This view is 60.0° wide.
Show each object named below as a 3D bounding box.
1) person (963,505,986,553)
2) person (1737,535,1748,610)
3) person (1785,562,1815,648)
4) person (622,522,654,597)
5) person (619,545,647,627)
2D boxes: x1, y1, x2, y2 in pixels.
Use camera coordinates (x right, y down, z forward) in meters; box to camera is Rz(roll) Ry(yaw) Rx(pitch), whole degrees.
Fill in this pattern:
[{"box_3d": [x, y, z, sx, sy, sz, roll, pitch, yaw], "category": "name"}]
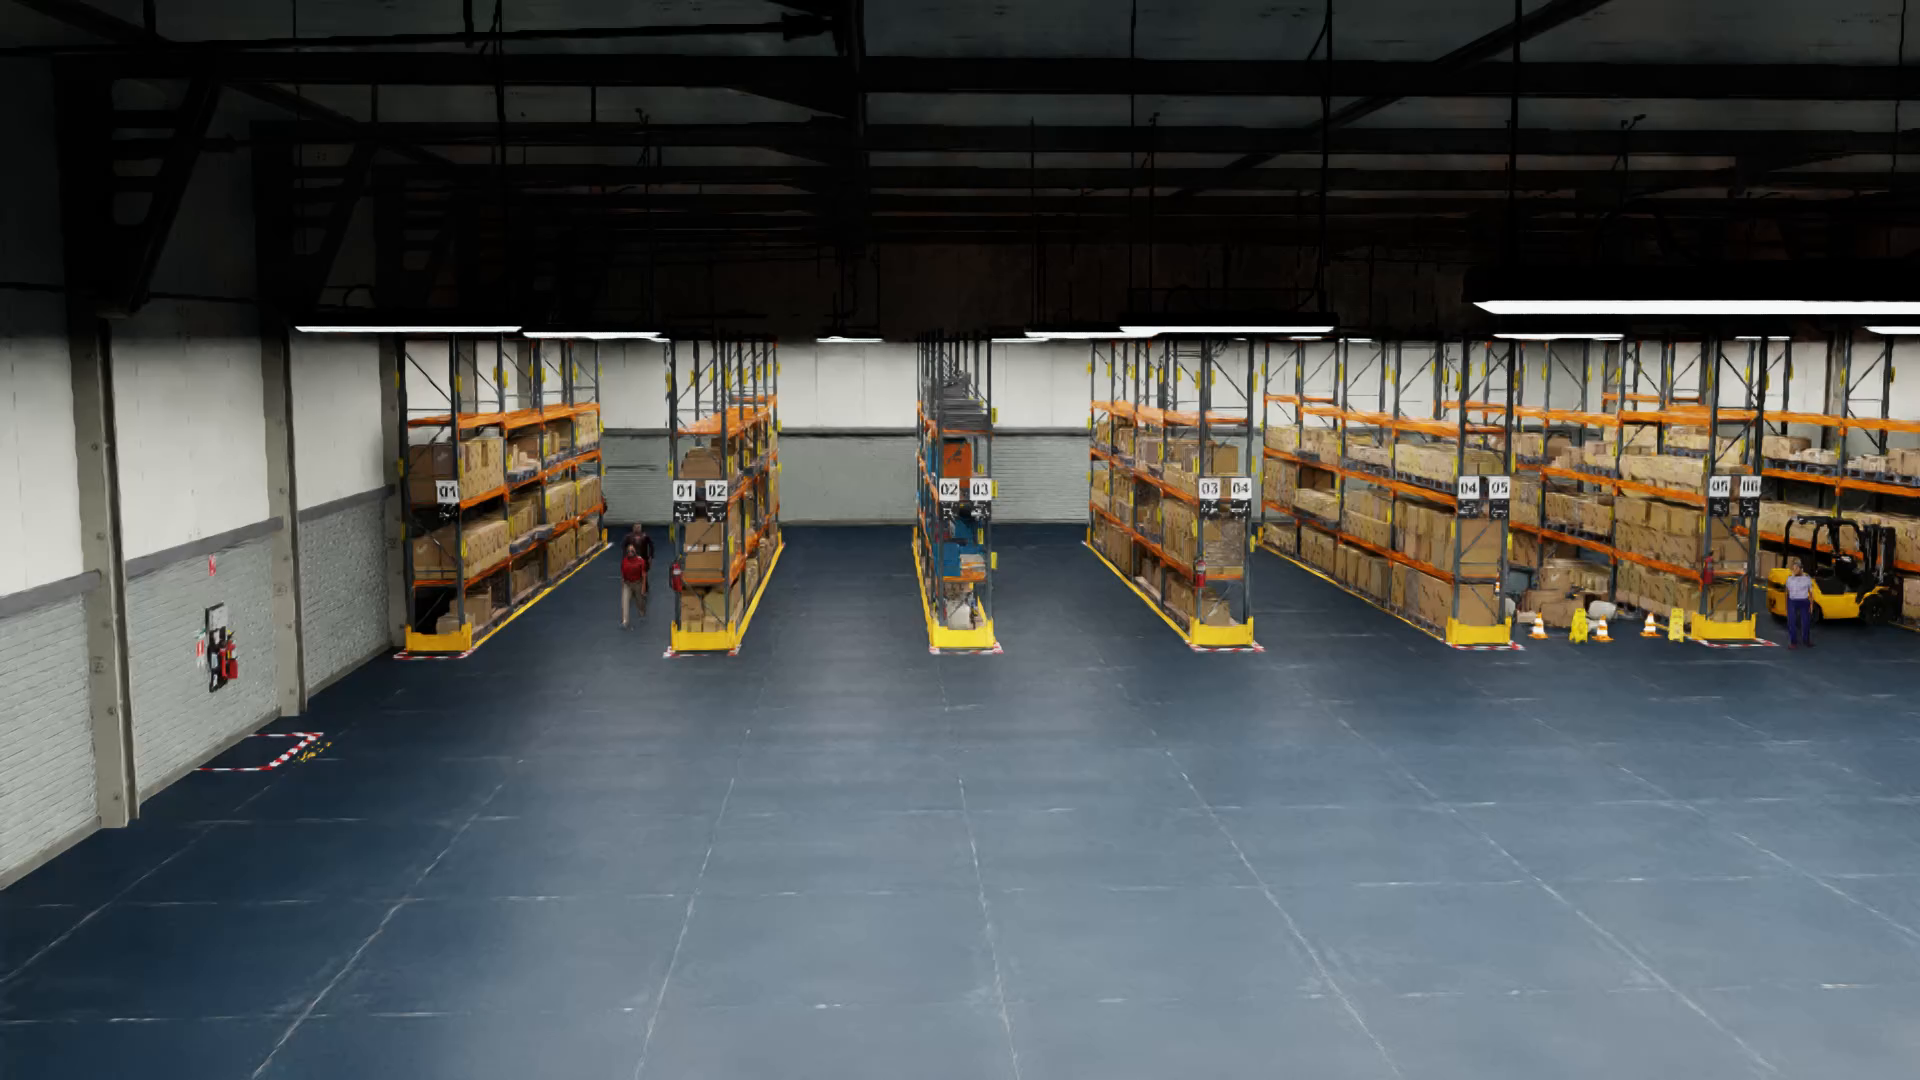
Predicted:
[{"box_3d": [0.287, -0.470, 45.536, 0.682, 1.662, 0.844, -2, 7, -20], "category": "person"}, {"box_3d": [16.894, 0.708, 35.942, 0.450, 1.557, 0.467, 3, 7, 21], "category": "person"}, {"box_3d": [15.901, 1.217, 31.463, 0.548, 1.636, 0.551, 5, 8, 34], "category": "person"}, {"box_3d": [-7.272, 0.443, 37.582, 0.729, 1.733, 0.546, -1, 7, -5], "category": "person"}, {"box_3d": [-6.641, 0.916, 33.827, 0.558, 1.658, 1.105, 0, 7, 2], "category": "person"}]
